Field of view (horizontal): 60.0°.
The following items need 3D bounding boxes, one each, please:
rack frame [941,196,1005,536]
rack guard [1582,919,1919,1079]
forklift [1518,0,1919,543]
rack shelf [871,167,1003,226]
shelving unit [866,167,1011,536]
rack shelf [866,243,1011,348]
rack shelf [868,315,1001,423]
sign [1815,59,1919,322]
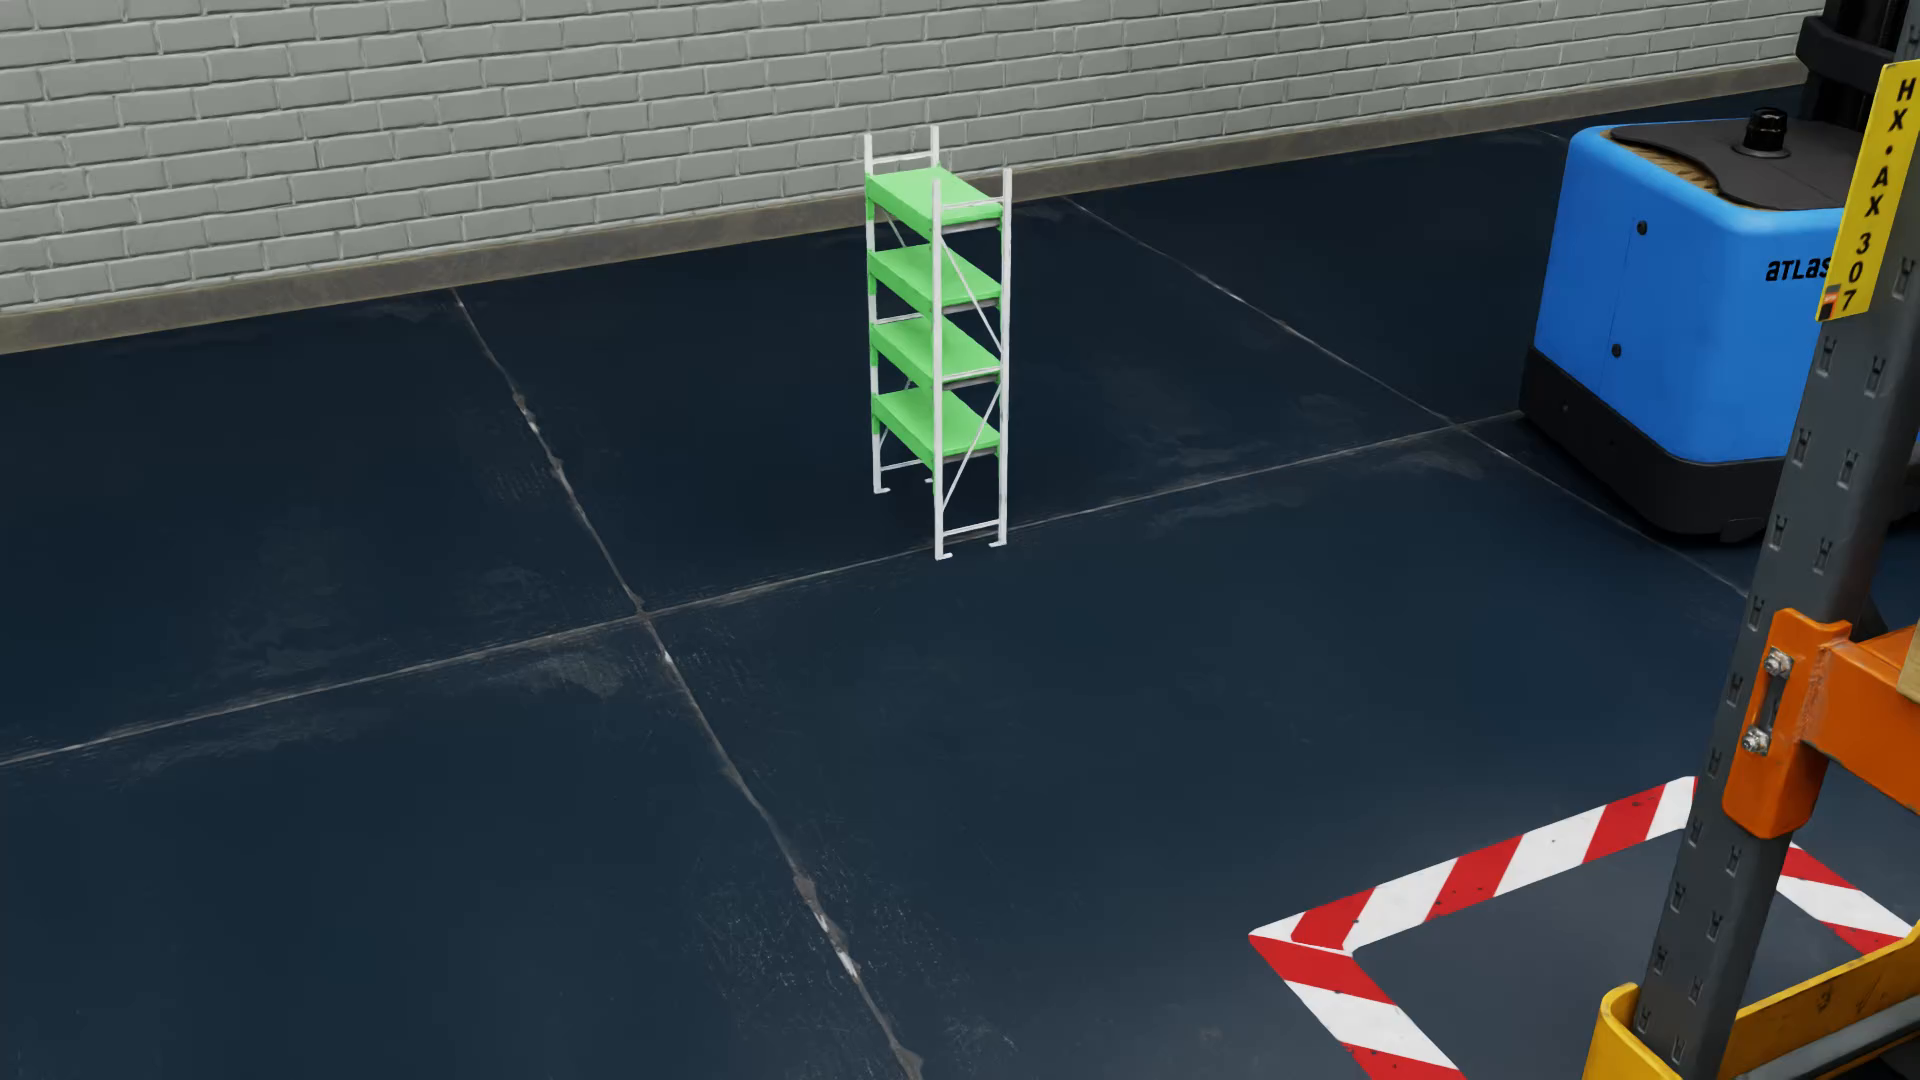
[{"bbox_3d":[0.034,-0.489,4.895,0.228,1.046,0.006,-13,32,-22],"label":"rack frame"},{"bbox_3d":[1.663,0.956,3.033,1.175,0.500,0.348,-13,32,-22],"label":"rack guard"},{"bbox_3d":[3.565,-1.615,5.133,3.031,2.935,1.130,-5,30,-10],"label":"forklift"},{"bbox_3d":[-0.071,-1.006,4.857,0.221,0.021,0.457,-13,32,-22],"label":"rack shelf"},{"bbox_3d":[-0.070,-0.595,5.084,0.258,1.046,0.487,-13,32,-22],"label":"shelving unit"},{"bbox_3d":[-0.071,-0.750,5.001,0.258,0.148,0.480,-13,32,-22],"label":"rack shelf"},{"bbox_3d":[-0.071,-0.541,5.118,0.258,0.148,0.480,-13,32,-22],"label":"rack shelf"},{"bbox_3d":[1.140,-0.431,2.067,0.100,0.325,0.005,-13,32,-22],"label":"sign"}]
